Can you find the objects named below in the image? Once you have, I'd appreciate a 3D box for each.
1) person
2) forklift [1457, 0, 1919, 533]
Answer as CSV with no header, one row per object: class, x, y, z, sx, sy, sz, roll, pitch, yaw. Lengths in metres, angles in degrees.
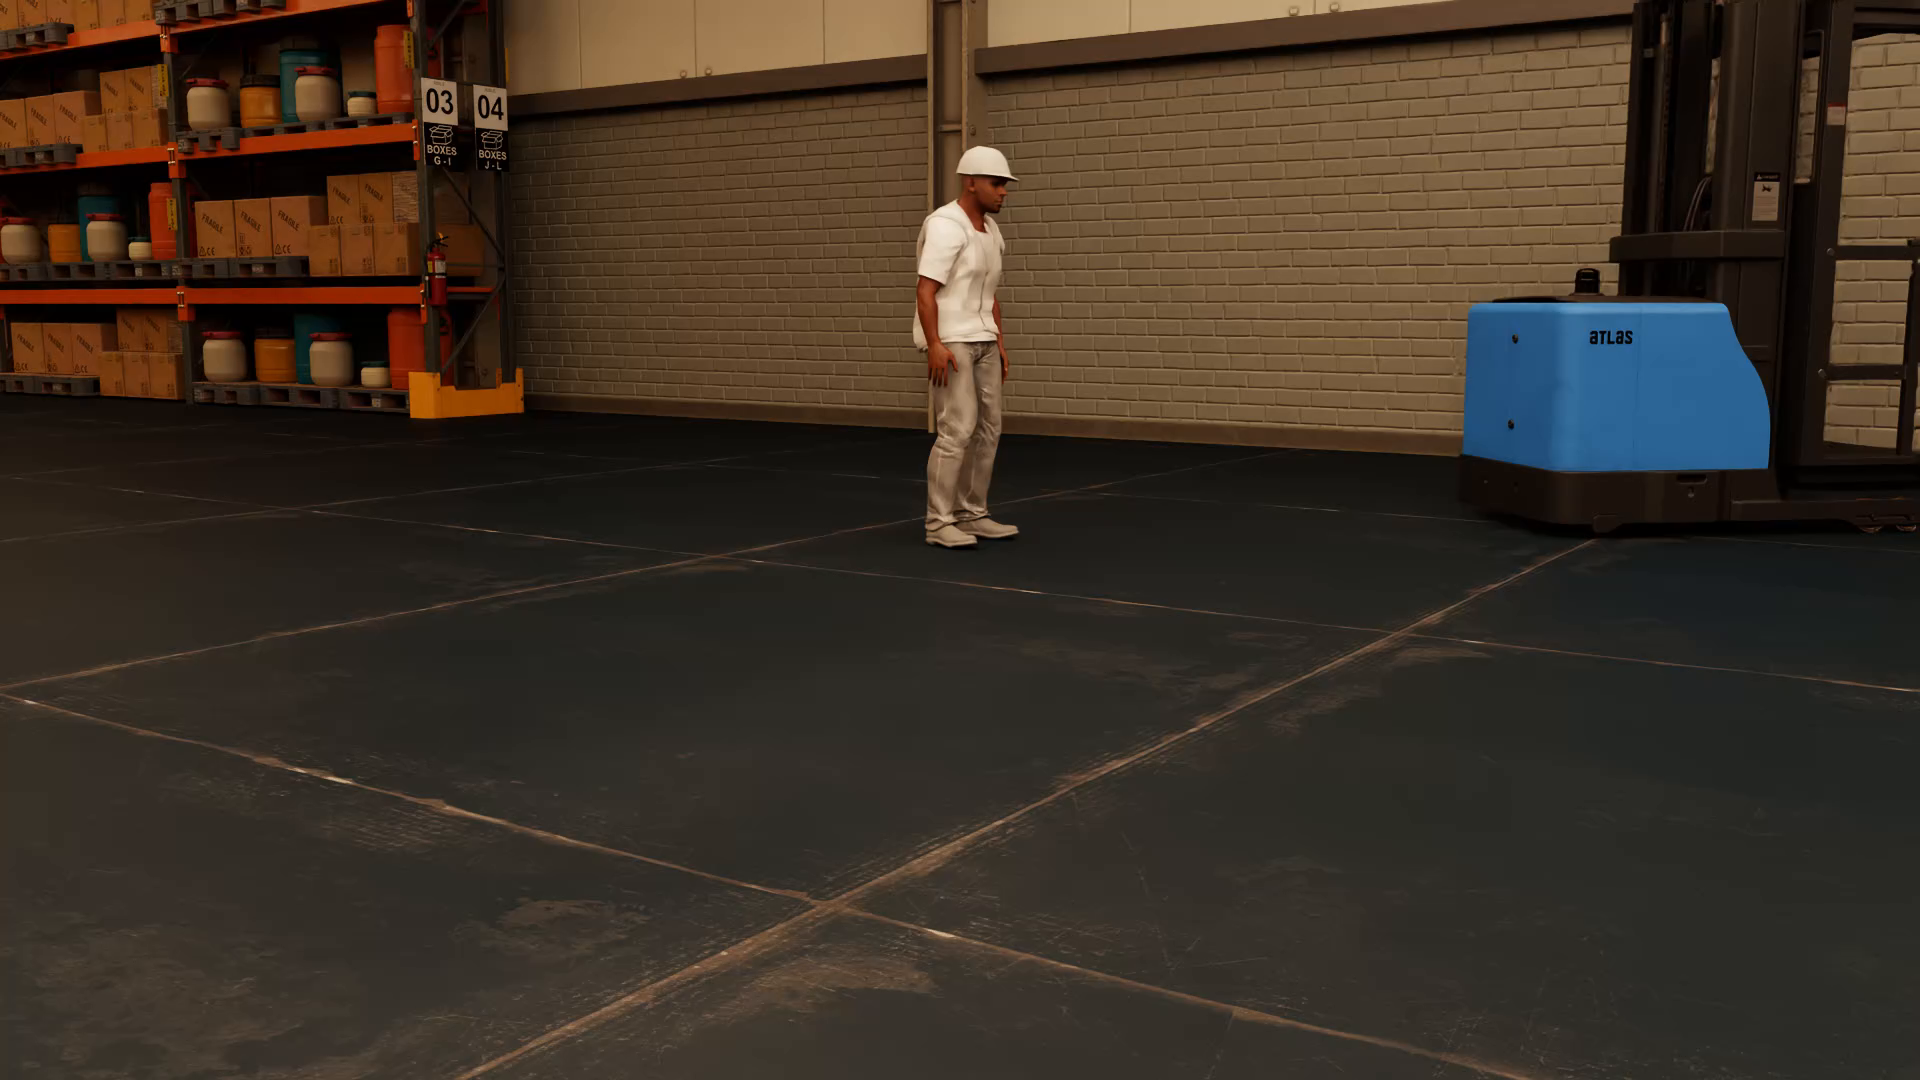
person,0.038,-0.867,7.465,0.460,1.760,0.626,5,10,32
forklift,4.112,-1.556,8.138,3.031,2.935,1.130,-1,8,-10
